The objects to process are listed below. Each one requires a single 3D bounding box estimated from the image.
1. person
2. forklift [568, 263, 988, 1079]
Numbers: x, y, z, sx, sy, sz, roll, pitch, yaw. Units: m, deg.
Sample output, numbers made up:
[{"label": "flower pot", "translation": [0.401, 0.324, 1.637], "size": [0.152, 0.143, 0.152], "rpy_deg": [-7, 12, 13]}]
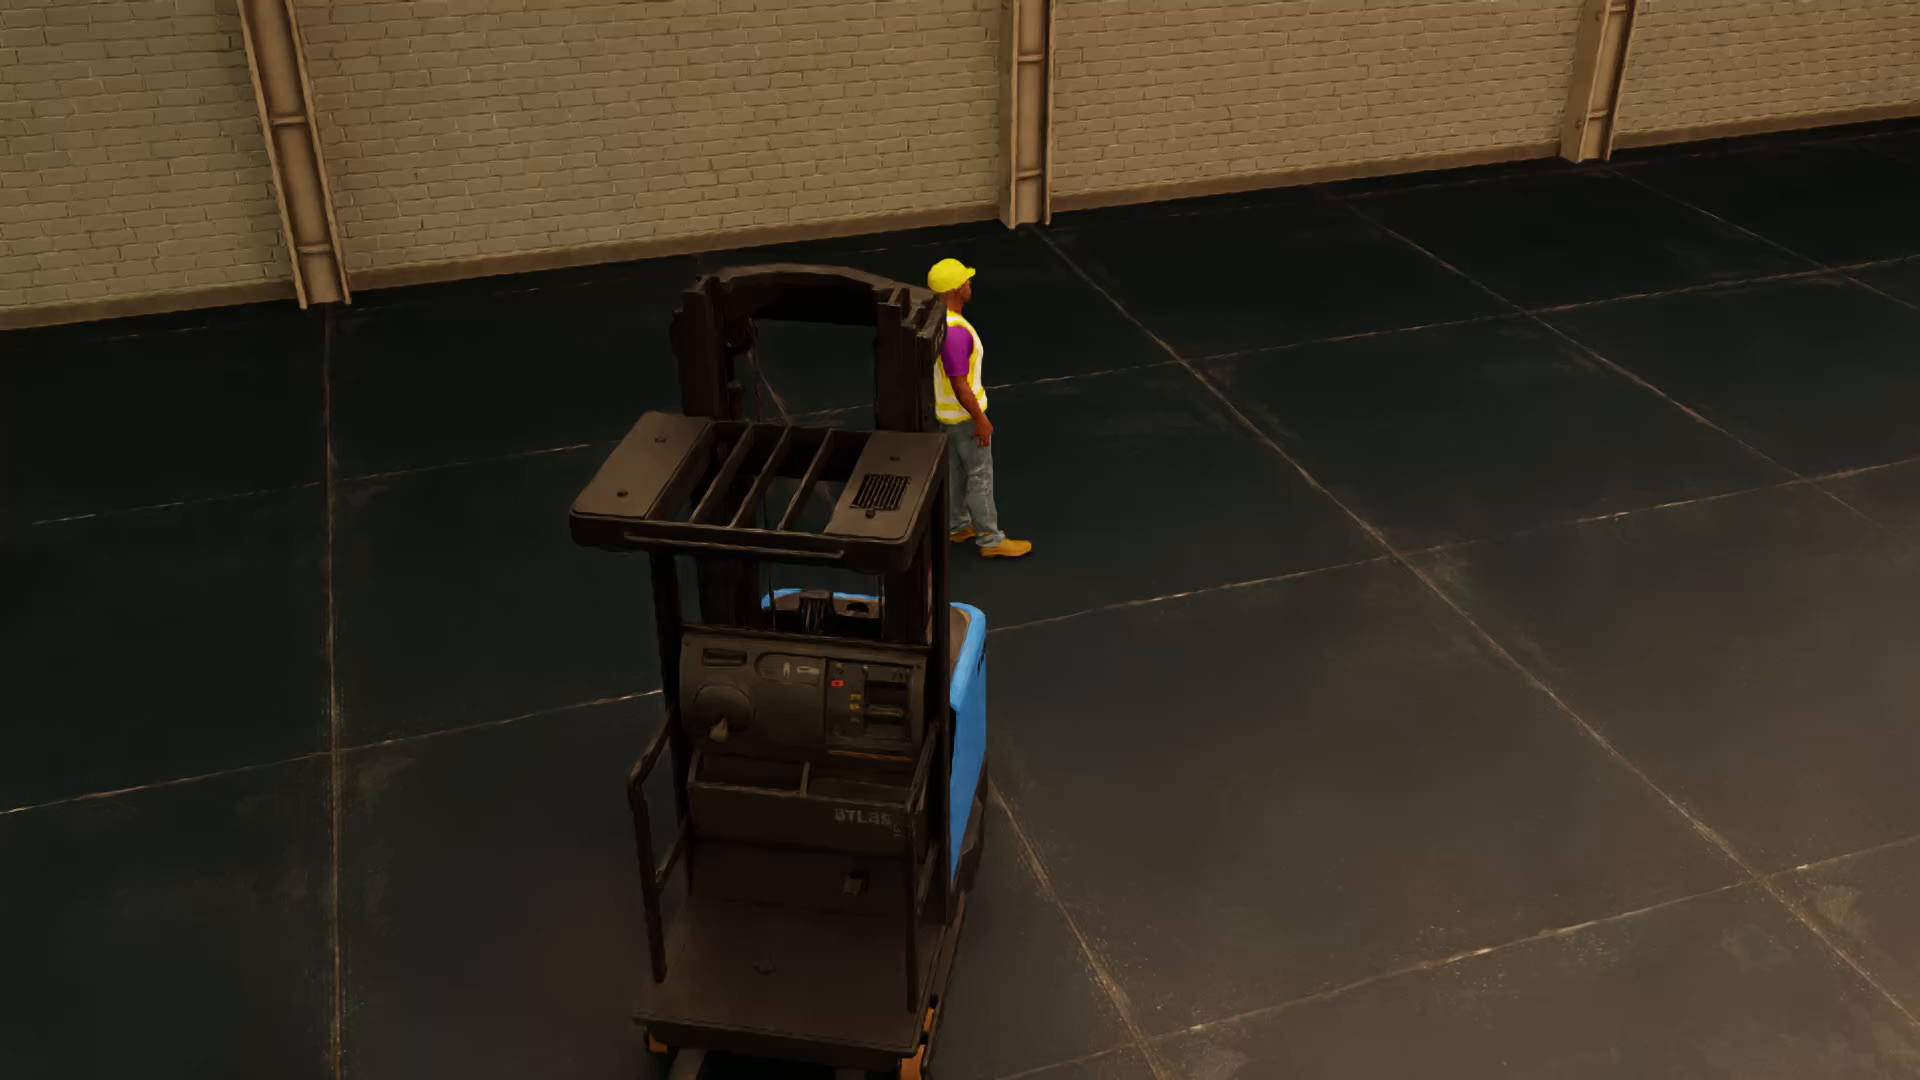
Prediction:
[{"label": "person", "translation": [0.068, -0.780, 9.597], "size": [0.576, 1.766, 0.665], "rpy_deg": [-10, 31, -16]}, {"label": "forklift", "translation": [-0.621, 0.630, 5.993], "size": [1.130, 2.935, 3.031], "rpy_deg": [5, 30, 8]}]
